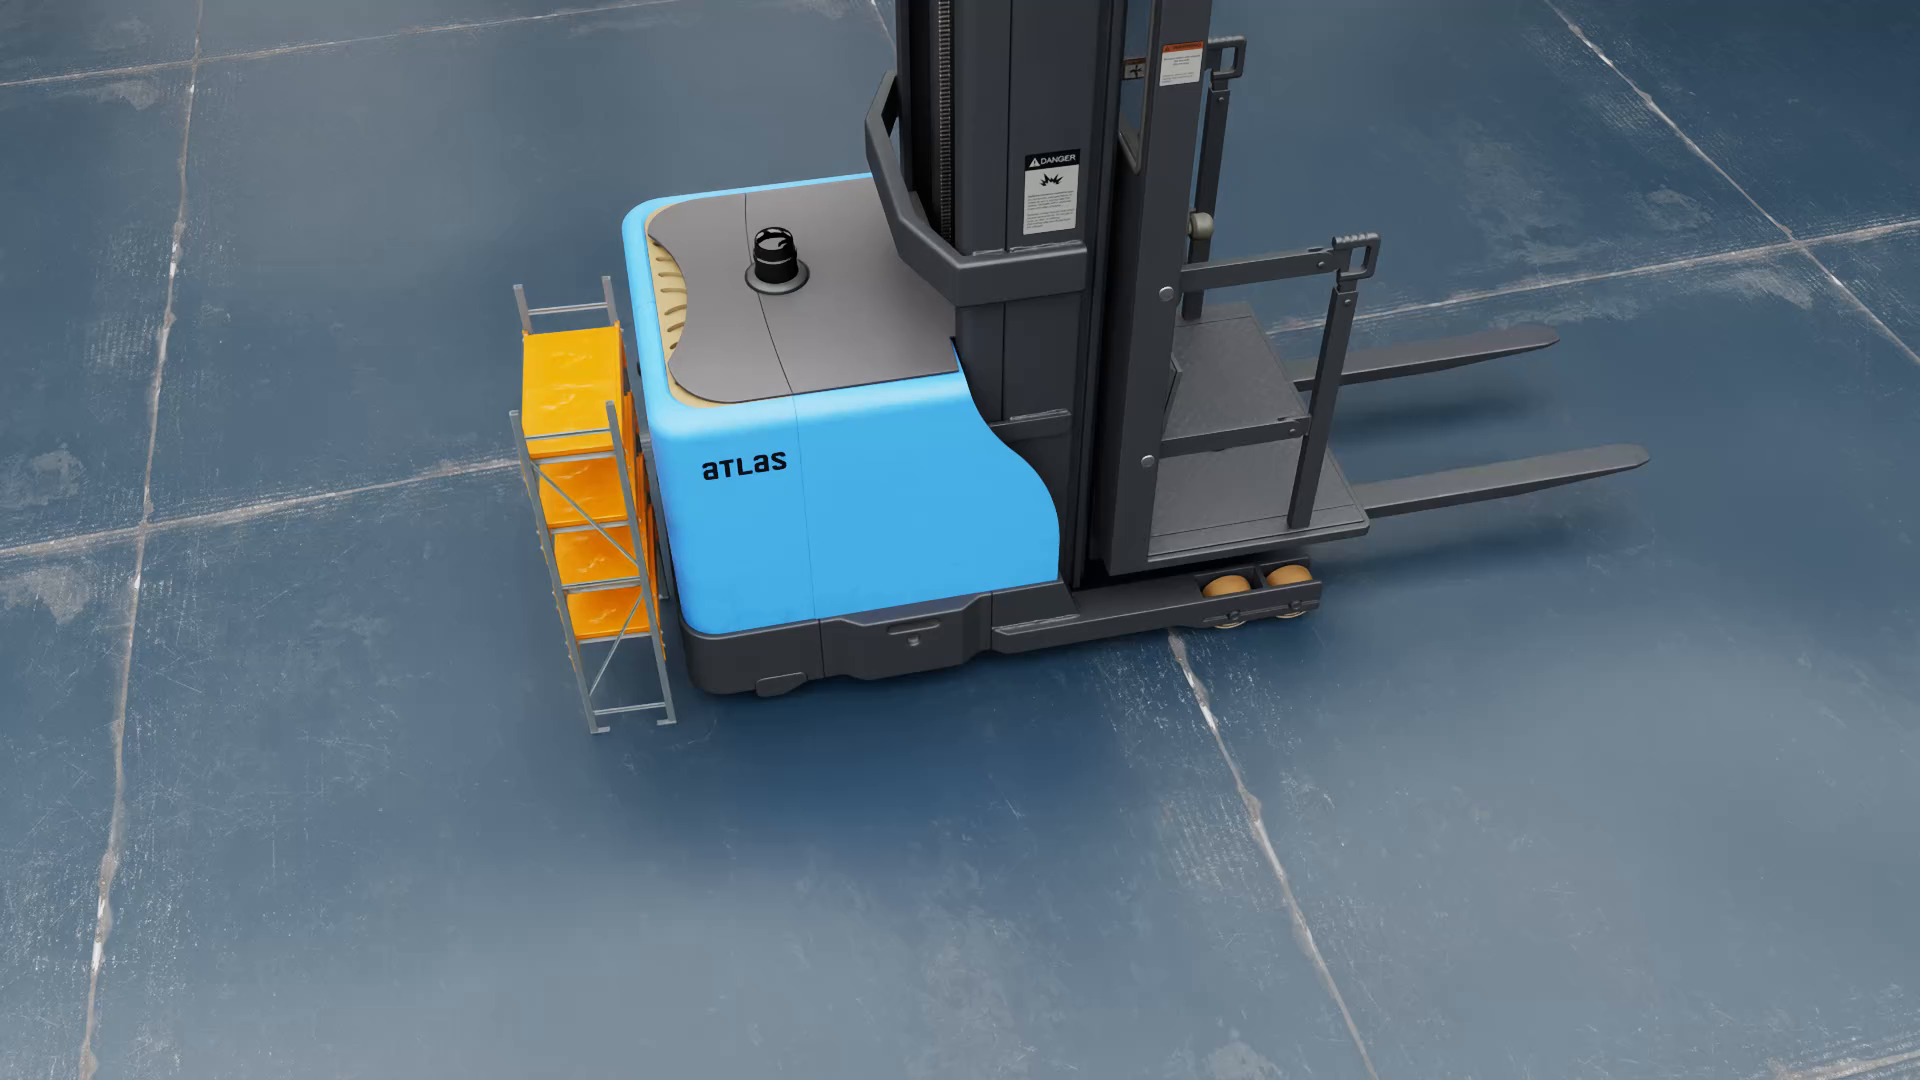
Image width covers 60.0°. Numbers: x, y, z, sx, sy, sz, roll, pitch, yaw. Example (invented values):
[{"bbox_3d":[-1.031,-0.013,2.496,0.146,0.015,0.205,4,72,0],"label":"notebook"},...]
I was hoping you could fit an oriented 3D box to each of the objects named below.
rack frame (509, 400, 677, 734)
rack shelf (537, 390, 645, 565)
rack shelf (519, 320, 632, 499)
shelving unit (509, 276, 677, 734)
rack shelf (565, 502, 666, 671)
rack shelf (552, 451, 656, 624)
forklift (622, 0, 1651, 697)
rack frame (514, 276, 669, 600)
[{"bbox_3d":[-0.927,0.112,4.301,0.240,1.200,0.015,-7,46,-7],"label":"rack frame"},{"bbox_3d":[-0.967,-0.170,4.357,0.258,0.148,0.480,-7,46,-7],"label":"rack shelf"},{"bbox_3d":[-0.967,-0.335,4.188,0.258,0.148,0.480,-7,46,-7],"label":"rack shelf"},{"bbox_3d":[-0.967,-0.060,4.469,0.258,1.200,0.503,-7,46,-7],"label":"shelving unit"},{"bbox_3d":[-0.967,0.126,4.659,0.258,0.148,0.480,-7,46,-7],"label":"rack shelf"},{"bbox_3d":[-0.967,-0.013,4.517,0.258,0.148,0.480,-7,46,-7],"label":"rack shelf"},{"bbox_3d":[0.608,-1.122,4.297,3.031,2.935,1.130,-9,46,-9],"label":"forklift"},{"bbox_3d":[-1.007,-0.232,4.638,0.240,1.200,0.015,-7,46,-7],"label":"rack frame"}]
